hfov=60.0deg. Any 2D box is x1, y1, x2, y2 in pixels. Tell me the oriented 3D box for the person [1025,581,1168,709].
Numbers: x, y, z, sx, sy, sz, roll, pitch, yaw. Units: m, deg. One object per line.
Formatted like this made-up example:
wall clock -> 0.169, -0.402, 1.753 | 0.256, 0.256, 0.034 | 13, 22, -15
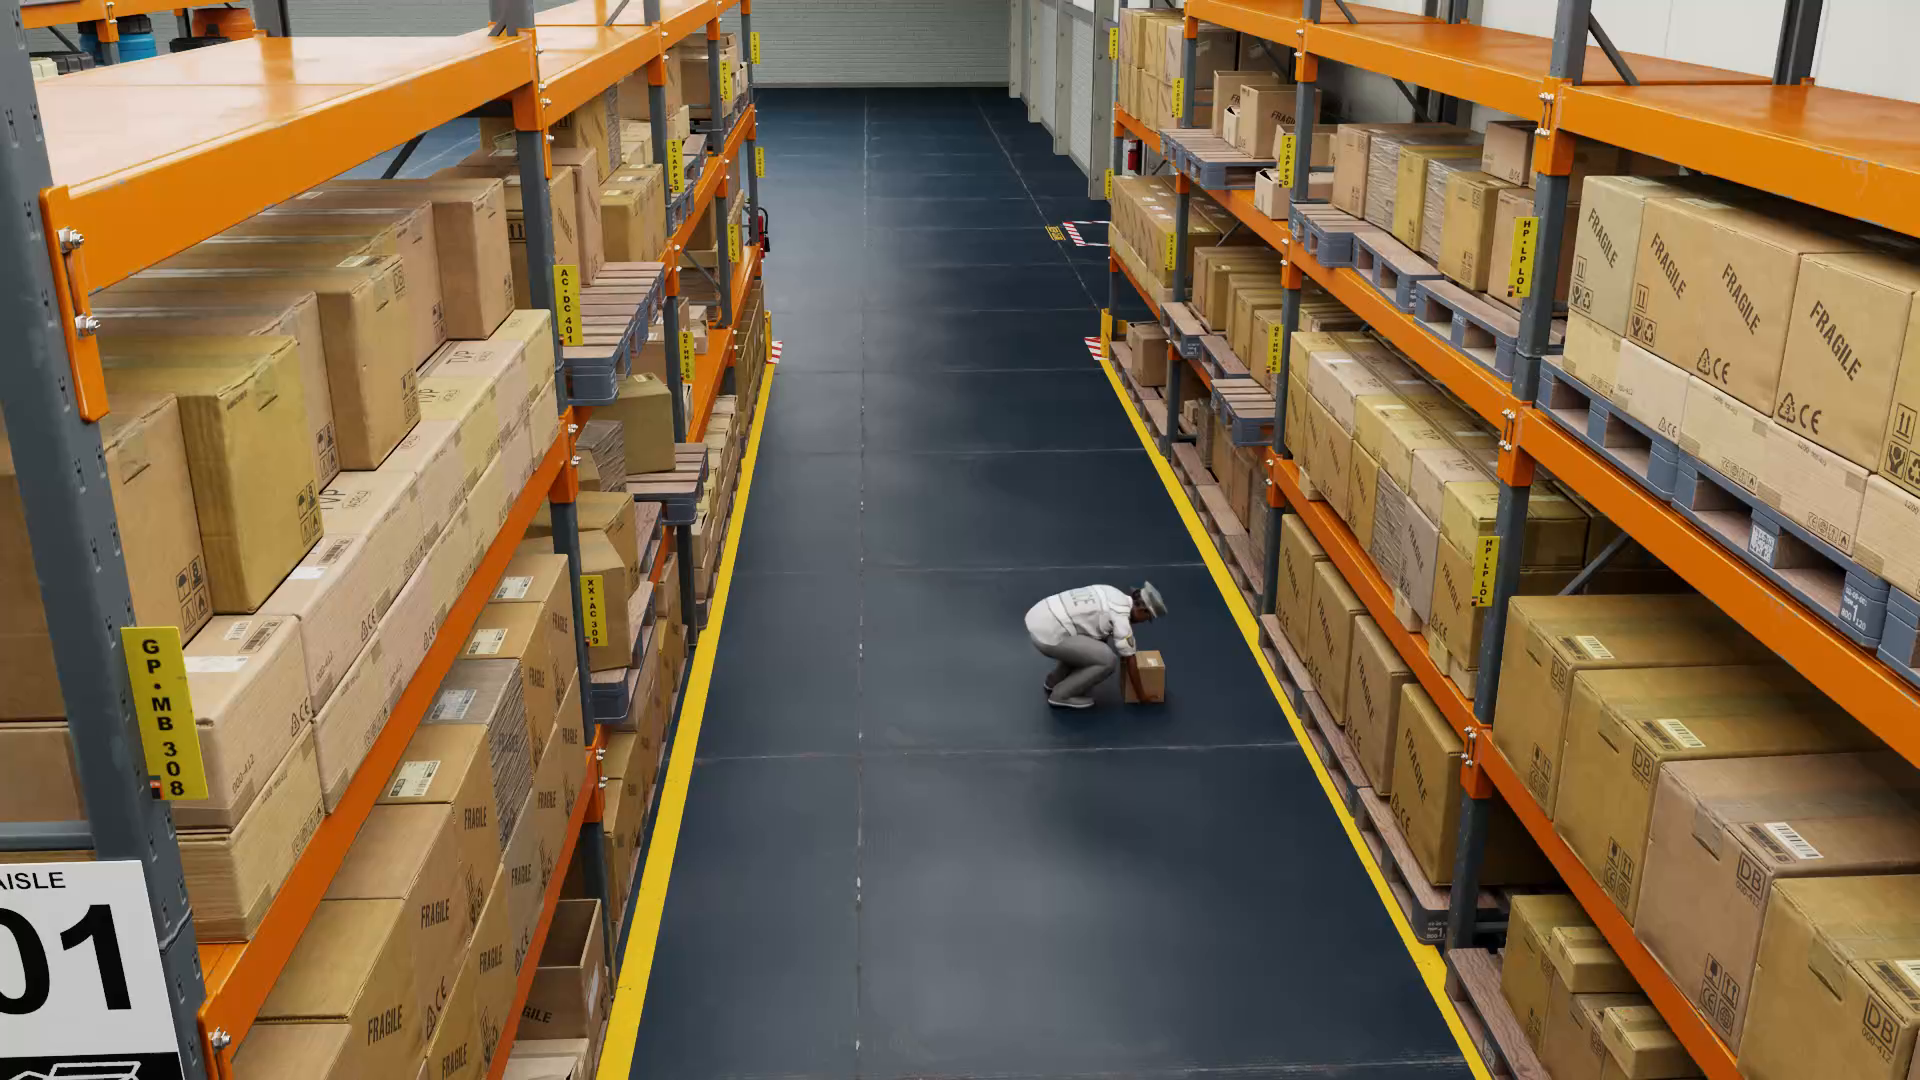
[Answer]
person -> 0.875, 0.662, 10.624 | 0.923, 0.773, 0.456 | -2, 21, -4
